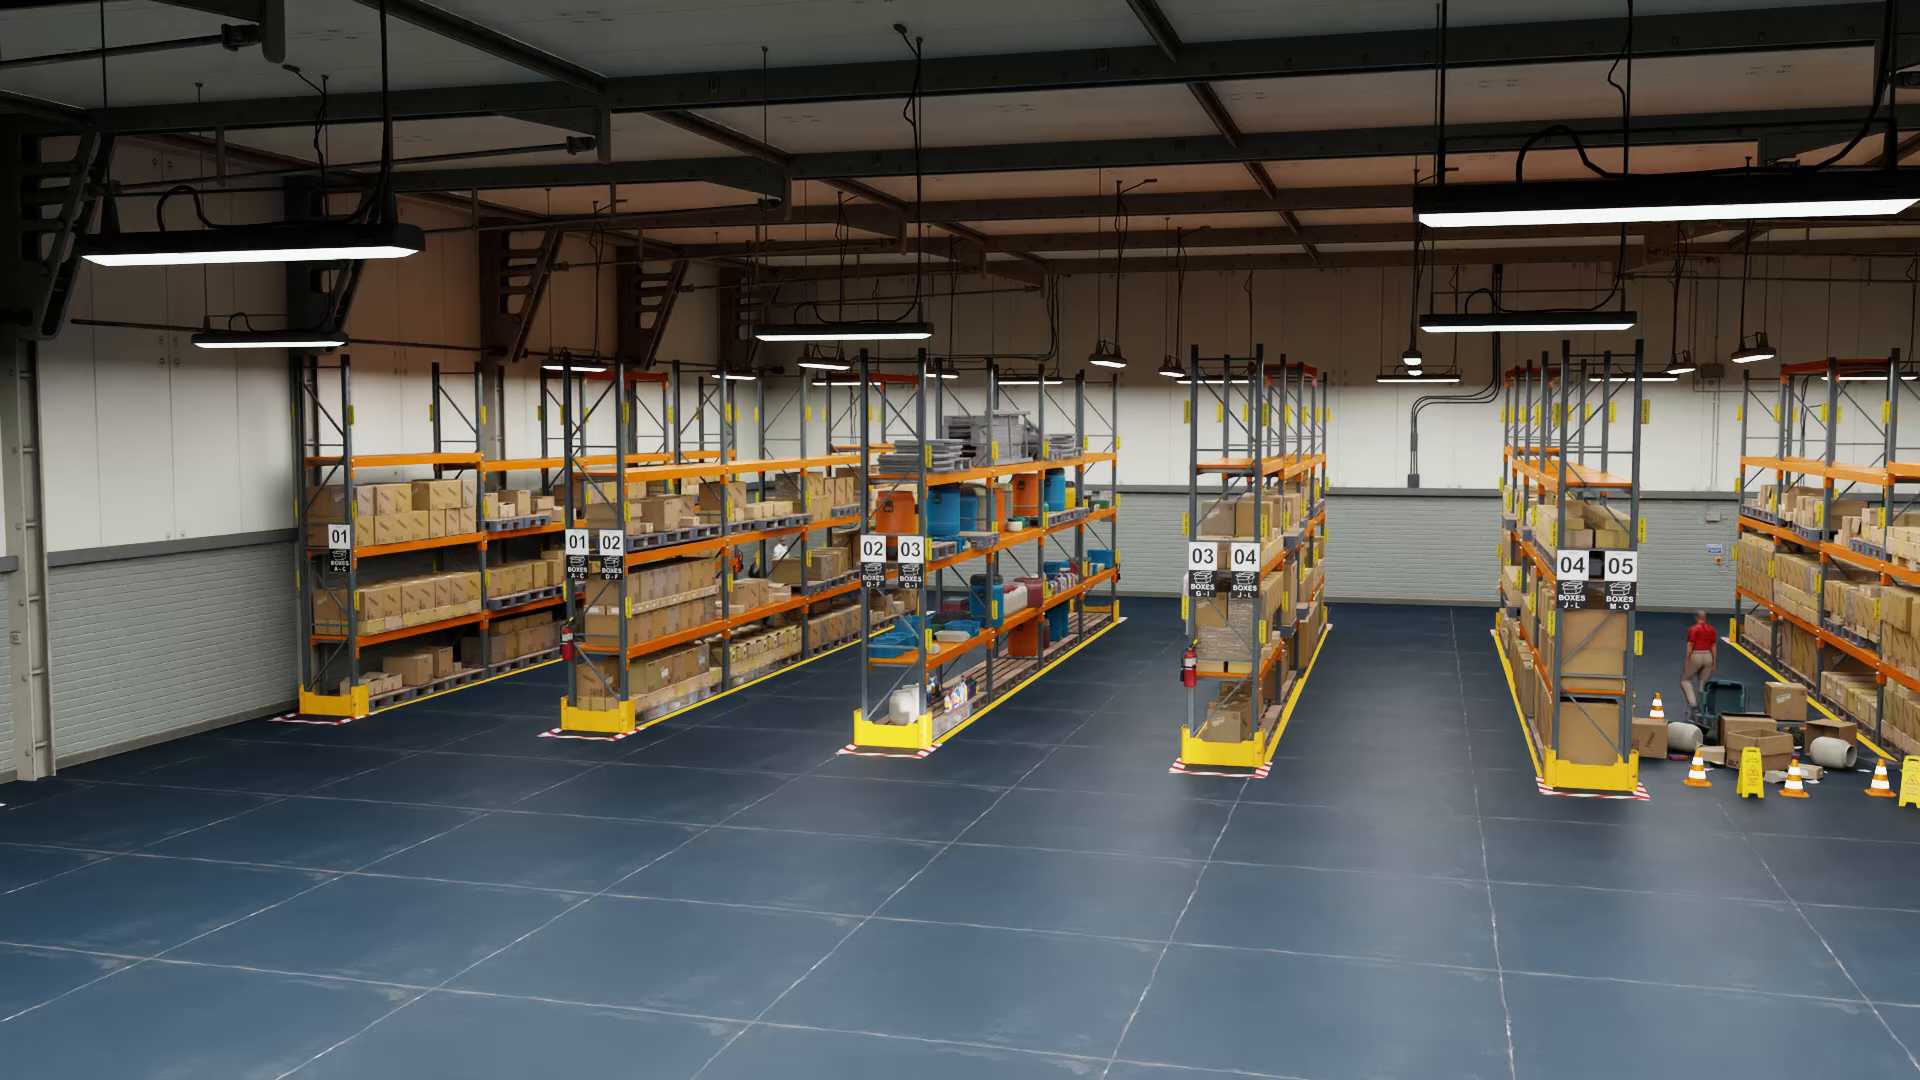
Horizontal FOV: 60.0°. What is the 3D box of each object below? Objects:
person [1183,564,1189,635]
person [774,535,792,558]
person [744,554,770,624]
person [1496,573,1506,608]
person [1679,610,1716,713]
[{"bbox_3d":[5.330,1.328,37.956,0.473,1.617,1.051,0,4,5],"label":"person"},{"bbox_3d":[-4.779,0.757,44.814,0.436,1.786,0.565,1,4,17],"label":"person"},{"bbox_3d":[-4.875,1.170,39.844,0.613,1.663,1.074,1,5,18],"label":"person"},{"bbox_3d":[13.135,1.195,39.786,1.075,1.584,0.474,-3,6,-39],"label":"person"},{"bbox_3d":[12.432,2.064,27.969,0.578,1.767,0.410,-1,4,-9],"label":"person"}]
